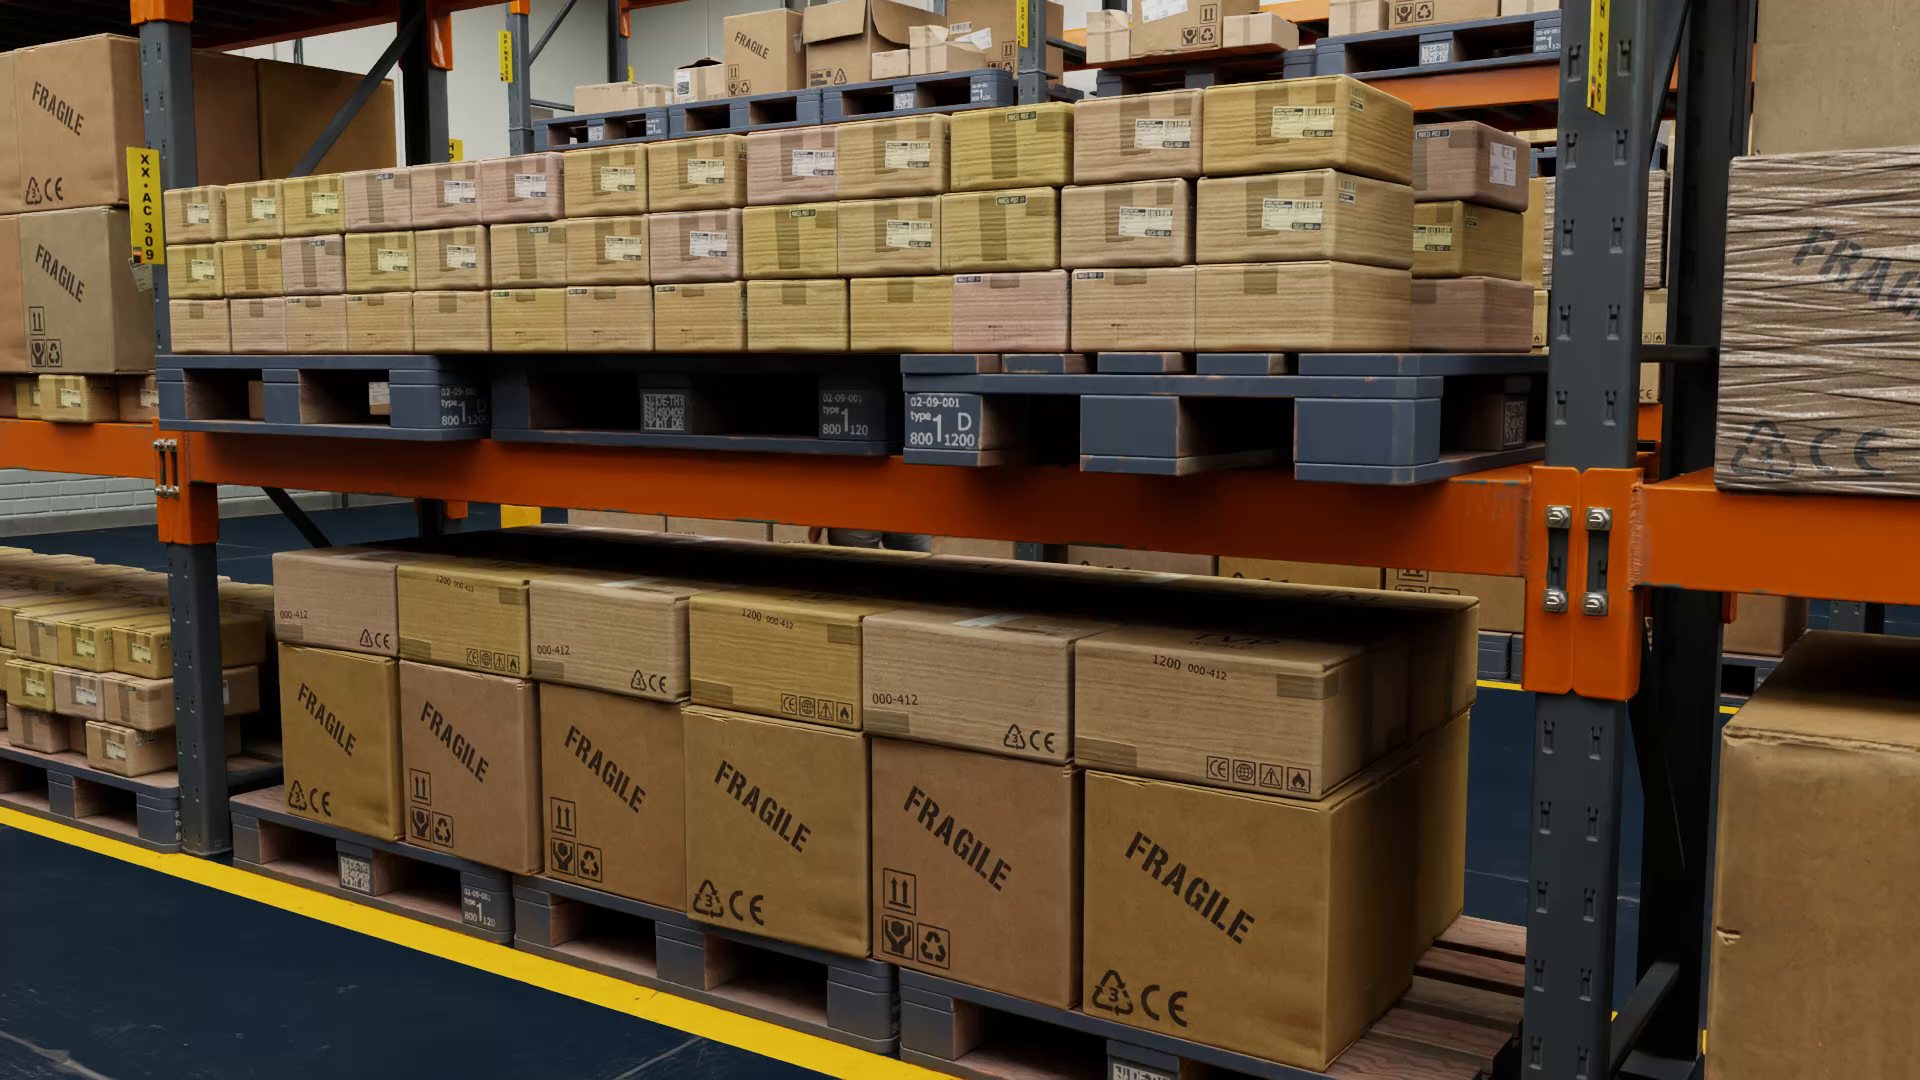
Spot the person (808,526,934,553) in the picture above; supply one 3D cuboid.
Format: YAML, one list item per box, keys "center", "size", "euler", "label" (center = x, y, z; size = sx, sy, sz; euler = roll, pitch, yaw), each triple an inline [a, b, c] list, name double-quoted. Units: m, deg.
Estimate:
- center: [-0.277, -0.120, 6.615]
  size: [0.670, 1.768, 0.465]
  euler: [-3, 7, -24]
  label: "person"
